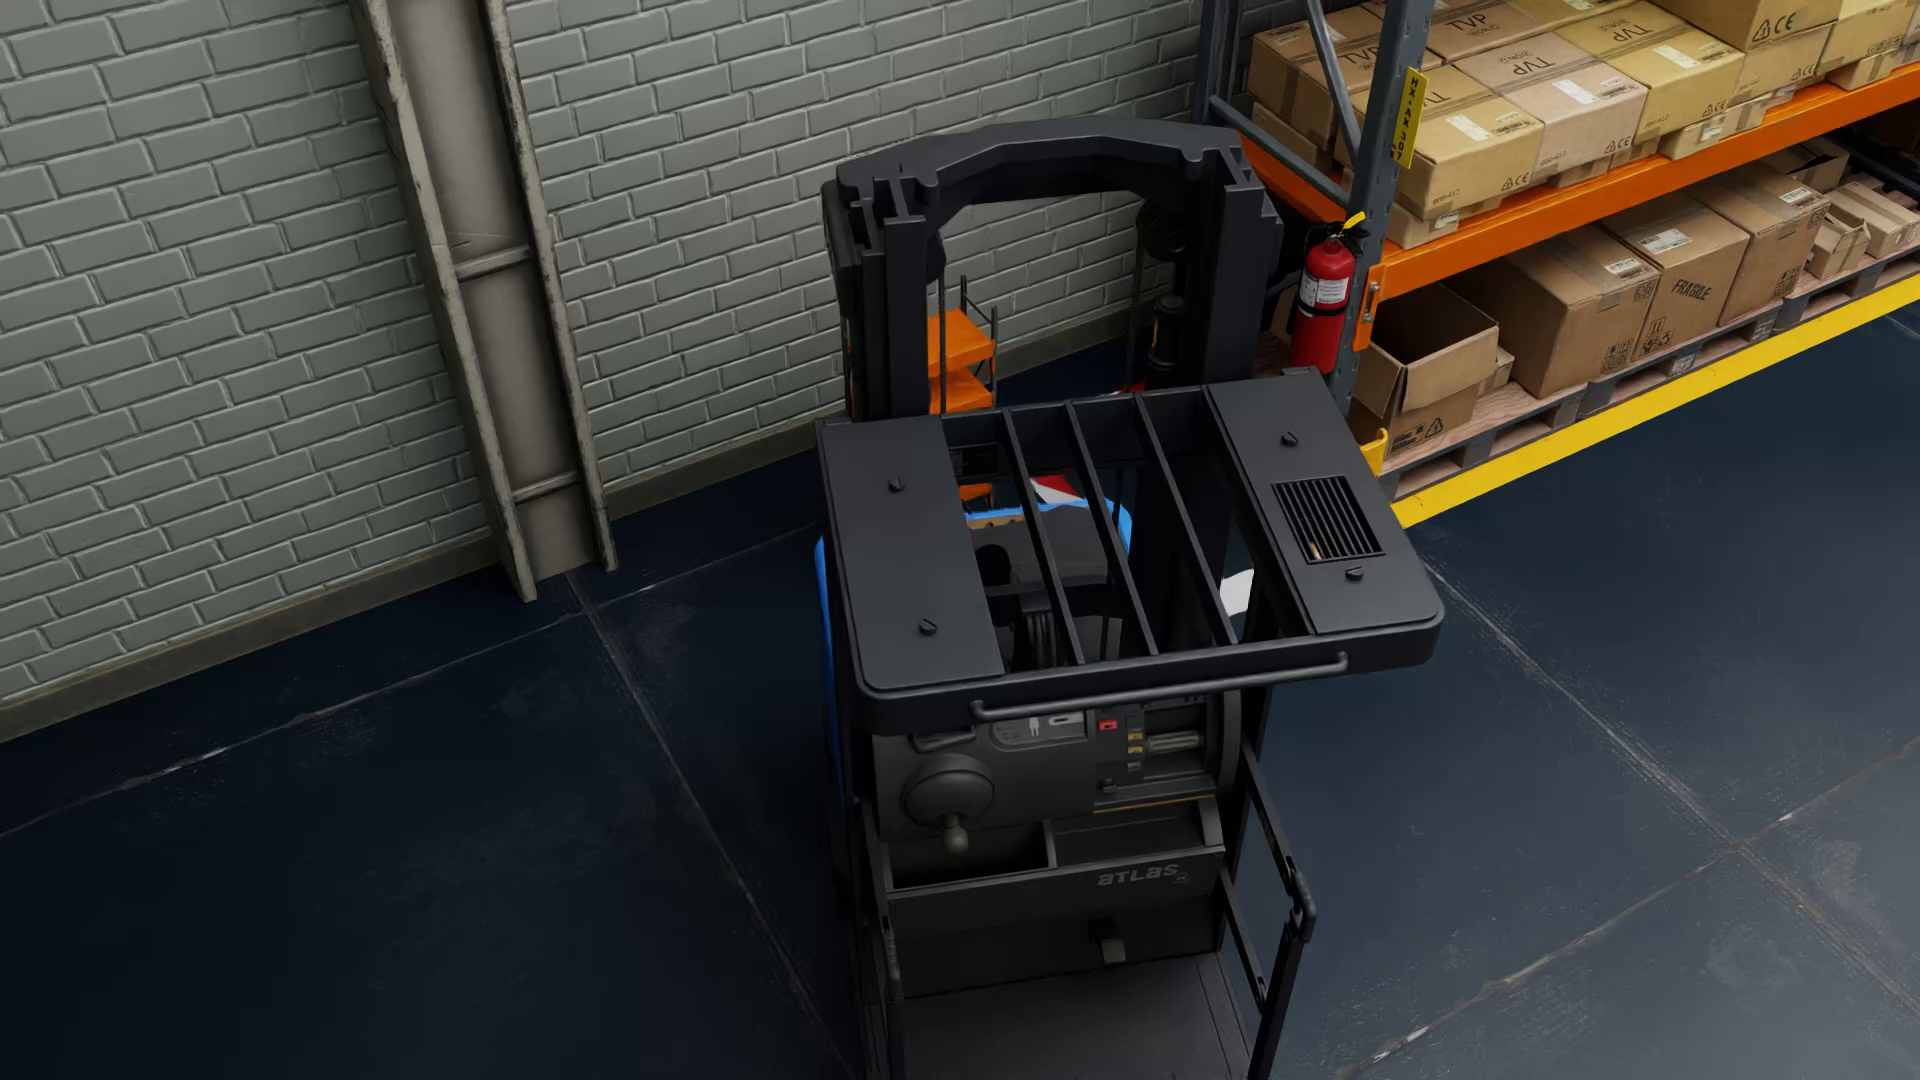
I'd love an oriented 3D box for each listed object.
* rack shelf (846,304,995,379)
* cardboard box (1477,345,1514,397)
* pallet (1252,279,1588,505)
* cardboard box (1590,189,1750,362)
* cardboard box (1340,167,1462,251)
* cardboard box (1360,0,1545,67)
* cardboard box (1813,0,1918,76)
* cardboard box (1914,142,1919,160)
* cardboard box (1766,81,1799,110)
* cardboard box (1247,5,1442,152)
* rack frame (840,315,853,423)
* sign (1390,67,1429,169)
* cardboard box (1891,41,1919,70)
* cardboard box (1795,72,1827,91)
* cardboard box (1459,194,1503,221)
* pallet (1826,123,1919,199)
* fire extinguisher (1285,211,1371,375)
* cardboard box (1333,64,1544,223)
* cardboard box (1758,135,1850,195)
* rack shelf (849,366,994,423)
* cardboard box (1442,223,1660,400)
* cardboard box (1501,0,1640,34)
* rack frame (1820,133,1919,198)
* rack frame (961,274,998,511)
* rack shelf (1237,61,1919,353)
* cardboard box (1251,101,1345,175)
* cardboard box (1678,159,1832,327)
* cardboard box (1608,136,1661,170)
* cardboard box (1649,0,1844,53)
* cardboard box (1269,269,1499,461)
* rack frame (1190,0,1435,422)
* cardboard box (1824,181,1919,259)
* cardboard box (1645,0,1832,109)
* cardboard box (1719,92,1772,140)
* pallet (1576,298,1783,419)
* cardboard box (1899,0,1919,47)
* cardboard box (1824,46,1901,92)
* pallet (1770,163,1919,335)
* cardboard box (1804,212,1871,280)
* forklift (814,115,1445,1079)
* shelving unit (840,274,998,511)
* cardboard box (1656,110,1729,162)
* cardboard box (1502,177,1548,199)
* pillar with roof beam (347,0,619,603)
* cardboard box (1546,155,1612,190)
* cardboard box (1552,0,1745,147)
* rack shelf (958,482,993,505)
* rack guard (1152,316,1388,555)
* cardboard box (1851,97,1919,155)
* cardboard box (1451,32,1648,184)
[{"bbox_3d":[-0.144,-0.655,5.999,0.480,0.148,0.258,-22,48,-21],"label":"rack shelf"},{"bbox_3d":[2.145,-0.788,7.153,0.250,0.149,0.380,-24,49,-22],"label":"cardboard box"},{"bbox_3d":[1.936,-0.684,7.303,1.213,0.211,1.003,-22,48,-21],"label":"pallet"},{"bbox_3d":[3.026,-1.186,7.312,0.500,0.500,0.500,-21,48,-20],"label":"cardboard box"},{"bbox_3d":[1.601,-1.239,6.054,0.250,0.149,0.380,-22,48,-21],"label":"cardboard box"},{"bbox_3d":[1.894,-1.932,6.481,0.500,0.250,0.500,-22,48,-21],"label":"cardboard box"},{"bbox_3d":[3.462,-2.150,6.706,0.500,0.250,0.500,-22,48,-21],"label":"cardboard box"},{"bbox_3d":[5.179,-2.055,8.207,0.500,0.500,0.500,-20,48,-19],"label":"cardboard box"},{"bbox_3d":[3.150,-1.891,6.725,0.250,0.149,0.380,-22,48,-21],"label":"cardboard box"},{"bbox_3d":[1.446,-1.754,6.298,0.500,0.250,0.500,-20,48,-20],"label":"cardboard box"},{"bbox_3d":[-0.355,-0.288,6.186,0.015,1.200,0.240,-22,48,-21],"label":"rack frame"},{"bbox_3d":[1.450,-1.364,5.380,0.005,0.325,0.100,-22,48,-21],"label":"sign"},{"bbox_3d":[3.828,-2.133,6.974,0.250,0.149,0.380,-21,48,-20],"label":"cardboard box"},{"bbox_3d":[3.341,-2.005,6.843,0.250,0.149,0.380,-21,48,-20],"label":"cardboard box"},{"bbox_3d":[1.799,-1.356,6.173,0.250,0.149,0.380,-21,48,-20],"label":"cardboard box"},{"bbox_3d":[5.334,-2.073,8.735,1.213,0.211,1.003,-22,48,-21],"label":"pallet"},{"bbox_3d":[1.282,-0.890,5.836,0.183,0.674,0.296,-22,48,-21],"label":"fire extinguisher"},{"bbox_3d":[1.707,-1.429,5.963,0.500,0.250,0.500,-22,48,-21],"label":"cardboard box"},{"bbox_3d":[3.957,-1.868,8.150,0.500,0.311,0.500,-20,48,-20],"label":"cardboard box"},{"bbox_3d":[-0.144,-0.485,6.164,0.480,0.148,0.258,-22,48,-21],"label":"rack shelf"},{"bbox_3d":[2.518,-1.063,7.185,0.500,0.500,0.700,-20,48,-19],"label":"cardboard box"},{"bbox_3d":[2.325,-2.101,6.655,0.500,0.250,0.500,-20,48,-20],"label":"cardboard box"},{"bbox_3d":[4.648,-2.769,7.449,0.127,3.000,1.000,-22,48,-21],"label":"rack frame"},{"bbox_3d":[0.068,-0.458,6.360,0.015,1.200,0.240,-22,48,-21],"label":"rack frame"},{"bbox_3d":[2.914,-1.817,6.985,4.000,0.370,1.077,-22,48,-21],"label":"rack shelf"},{"bbox_3d":[1.333,-1.568,6.392,0.250,0.149,0.380,-22,48,-21],"label":"cardboard box"},{"bbox_3d":[3.418,-1.423,7.556,0.500,0.500,0.700,-24,49,-22],"label":"cardboard box"},{"bbox_3d":[2.486,-1.614,6.440,0.250,0.149,0.380,-21,48,-20],"label":"cardboard box"},{"bbox_3d":[3.007,-2.219,6.238,0.500,0.500,0.500,-21,48,-20],"label":"cardboard box"},{"bbox_3d":[1.757,-0.791,6.902,0.637,0.503,0.797,-24,49,-22],"label":"cardboard box"},{"bbox_3d":[1.179,-1.381,6.019,0.127,3.000,1.000,-22,48,-21],"label":"rack frame"},{"bbox_3d":[4.311,-1.526,7.914,0.250,0.149,0.380,-23,49,-22],"label":"cardboard box"},{"bbox_3d":[3.015,-1.972,6.522,0.500,0.250,0.500,-23,49,-22],"label":"cardboard box"},{"bbox_3d":[2.961,-1.760,6.590,0.250,0.149,0.380,-21,48,-20],"label":"cardboard box"},{"bbox_3d":[2.993,-1.104,7.737,1.213,0.211,1.003,-22,48,-21],"label":"pallet"},{"bbox_3d":[3.901,-2.315,6.876,0.500,0.250,0.500,-22,48,-21],"label":"cardboard box"},{"bbox_3d":[3.620,-2.027,6.866,0.250,0.149,0.380,-22,48,-22],"label":"cardboard box"},{"bbox_3d":[4.052,-1.531,8.176,1.213,0.211,1.003,-22,48,-21],"label":"pallet"},{"bbox_3d":[4.001,-1.444,7.746,0.258,0.266,0.396,-20,48,-20],"label":"cardboard box"},{"bbox_3d":[0.283,0.636,3.990,1.130,2.935,3.031,-7,45,-7],"label":"forklift"},{"bbox_3d":[-0.144,-0.373,6.273,0.503,1.200,0.258,-22,48,-21],"label":"shelving unit"},{"bbox_3d":[2.743,-1.656,6.483,0.250,0.149,0.380,-23,49,-22],"label":"cardboard box"},{"bbox_3d":[2.009,-1.468,6.289,0.250,0.149,0.380,-22,48,-21],"label":"cardboard box"},{"bbox_3d":[0.537,-0.543,0.848,0.400,9.000,9.100,-22,48,-21],"label":"pillar with roof beam"},{"bbox_3d":[2.259,-1.518,6.341,0.250,0.149,0.380,-20,48,-20],"label":"cardboard box"},{"bbox_3d":[2.582,-1.782,6.326,0.500,0.250,0.500,-23,49,-22],"label":"cardboard box"},{"bbox_3d":[-0.144,-0.182,6.458,0.480,0.148,0.258,-22,48,-21],"label":"rack shelf"},{"bbox_3d":[1.245,-0.511,6.917,0.348,0.500,1.175,-22,48,-21],"label":"rack guard"},{"bbox_3d":[4.926,-2.372,8.533,0.500,0.500,0.500,-22,48,-21],"label":"cardboard box"},{"bbox_3d":[2.144,-1.604,6.143,0.500,0.250,0.500,-21,48,-21],"label":"cardboard box"}]
